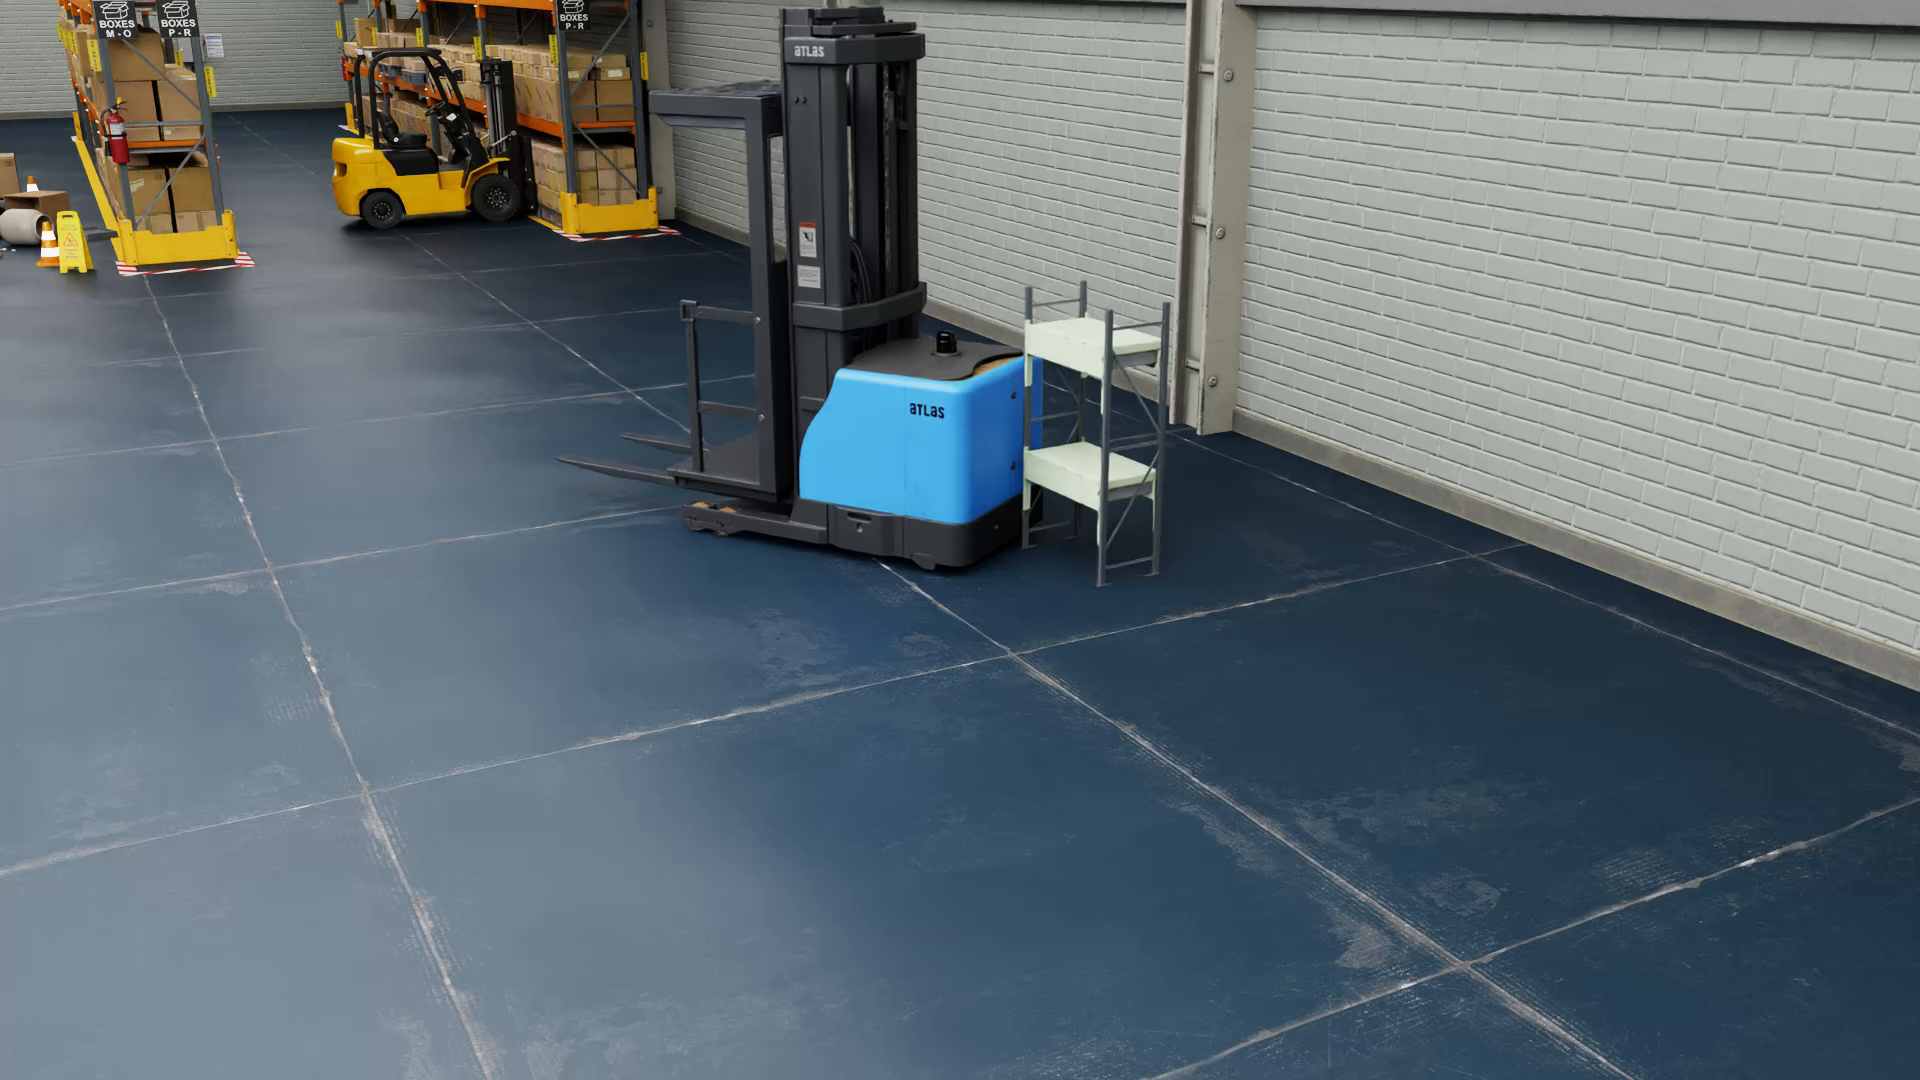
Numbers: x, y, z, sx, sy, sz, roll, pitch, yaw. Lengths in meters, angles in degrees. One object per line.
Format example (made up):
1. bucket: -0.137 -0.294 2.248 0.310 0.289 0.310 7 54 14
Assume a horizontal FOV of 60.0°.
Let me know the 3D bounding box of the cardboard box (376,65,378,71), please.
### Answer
1. cardboard box: -10.628 -8.795 30.907 0.380 0.149 0.250 -9 21 -25

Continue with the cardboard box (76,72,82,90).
1. cardboard box: -13.796 -7.340 26.533 0.500 0.250 0.500 -10 22 -28

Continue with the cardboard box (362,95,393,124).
1. cardboard box: -11.433 -8.514 32.894 0.700 0.500 0.500 -9 21 -24

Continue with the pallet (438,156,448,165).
1. pallet: -7.856 -6.082 26.932 1.003 0.211 1.213 -10 21 -27

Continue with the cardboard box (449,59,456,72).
1. cardboard box: -7.483 -7.203 25.370 0.500 0.250 0.500 -10 21 -26

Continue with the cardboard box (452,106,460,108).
1. cardboard box: -8.524 -7.395 28.659 0.380 0.149 0.250 -11 22 -29

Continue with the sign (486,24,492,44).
1. sign: -7.726 -8.276 27.243 0.100 0.325 0.005 -10 21 -27

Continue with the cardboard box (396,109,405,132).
1. cardboard box: -9.819 -7.482 29.905 0.500 0.500 0.500 -10 22 -27

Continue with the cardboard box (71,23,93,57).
1. cardboard box: -13.536 -7.790 25.921 0.500 0.500 0.500 -10 21 -27

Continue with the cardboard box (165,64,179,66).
1. cardboard box: -10.250 -5.823 21.298 0.500 0.500 0.500 -11 22 -28

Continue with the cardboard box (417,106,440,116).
1. cardboard box: -9.117 -7.378 28.610 0.380 0.149 0.250 -10 22 -27

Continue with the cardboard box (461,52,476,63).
1. cardboard box: -7.121 -7.116 24.508 0.380 0.149 0.250 -11 22 -28

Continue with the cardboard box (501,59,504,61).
1. cardboard box: -6.069 -6.489 22.689 0.380 0.149 0.250 -9 21 -25

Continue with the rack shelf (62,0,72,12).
1. rack shelf: -13.529 -8.524 26.240 1.077 0.370 4.000 -10 21 -27

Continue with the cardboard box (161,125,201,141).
1. cardboard box: -8.759 -4.586 18.710 0.380 0.149 0.250 -10 21 -26

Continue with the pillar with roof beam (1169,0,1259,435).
1. pillar with roof beam: -2.041 -4.409 8.614 9.100 9.000 0.400 -10 21 -27

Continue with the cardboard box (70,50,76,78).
1. cardboard box: -15.173 -8.308 28.957 0.500 0.500 0.500 -11 22 -28

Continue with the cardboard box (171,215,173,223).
1. cardboard box: -9.426 -4.051 20.345 0.500 0.250 0.500 -8 21 -23

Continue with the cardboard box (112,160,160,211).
1. cardboard box: -9.641 -4.168 19.533 0.500 0.500 0.500 -9 21 -25

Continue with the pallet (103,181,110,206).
1. pallet: -11.634 -4.980 23.739 1.003 0.211 1.213 -10 21 -27

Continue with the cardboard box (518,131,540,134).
1. cardboard box: -6.126 -5.529 23.096 0.500 0.250 0.500 -10 21 -27

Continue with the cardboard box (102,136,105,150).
1. cardboard box: -10.631 -5.027 21.030 0.380 0.149 0.250 -10 21 -26

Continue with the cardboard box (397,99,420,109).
1. cardboard box: -9.976 -7.902 30.127 0.380 0.149 0.250 -11 22 -28

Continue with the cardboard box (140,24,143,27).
1. cardboard box: -12.598 -7.572 25.289 0.500 0.500 0.500 -11 22 -28

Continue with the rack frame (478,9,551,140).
1. rack frame: -6.313 -6.494 23.852 1.000 3.000 0.127 -10 21 -27

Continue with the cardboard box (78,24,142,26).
1. cardboard box: -10.661 -6.225 20.930 0.700 0.500 0.500 -10 22 -27

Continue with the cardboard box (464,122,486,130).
1. cardboard box: -7.291 -6.157 25.873 0.875 0.625 0.625 -11 22 -29

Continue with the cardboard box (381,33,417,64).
1. cardboard box: -9.833 -8.714 29.489 0.700 0.500 0.500 -10 21 -26

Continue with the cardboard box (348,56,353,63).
1. cardboard box: -12.097 -9.683 33.479 0.380 0.149 0.250 -10 21 -27

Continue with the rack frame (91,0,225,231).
1. rack frame: -8.780 -4.576 18.293 1.000 3.000 0.127 -10 21 -27

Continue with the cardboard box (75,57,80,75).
1. cardboard box: -13.540 -7.428 26.022 0.500 0.250 0.500 -11 22 -28

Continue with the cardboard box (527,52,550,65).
1. cardboard box: -5.336 -6.188 21.361 0.380 0.149 0.250 -9 21 -25

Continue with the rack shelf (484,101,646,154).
1. rack shelf: -5.363 -5.580 22.306 1.077 0.370 4.000 -10 21 -27

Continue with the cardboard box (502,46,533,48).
1. cardboard box: -6.090 -6.718 22.898 0.380 0.149 0.250 -10 22 -28

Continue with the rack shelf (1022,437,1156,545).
1. rack shelf: 0.720 -0.281 9.146 0.431 0.370 0.720 -11 22 -30

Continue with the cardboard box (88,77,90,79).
1. cardboard box: -11.827 -6.649 23.048 0.500 0.500 0.500 -11 22 -29

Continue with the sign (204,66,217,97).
1. sign: -8.303 -5.069 18.396 0.100 0.325 0.005 -10 21 -27

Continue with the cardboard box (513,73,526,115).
1. cardboard box: -5.609 -5.933 22.075 0.500 0.500 0.500 -10 21 -26

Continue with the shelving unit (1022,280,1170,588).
1. shelving unit: 0.720 -0.589 9.040 0.431 1.500 0.755 -11 22 -30

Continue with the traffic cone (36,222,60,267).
1. traffic cone: -10.120 -3.300 18.486 0.336 0.463 0.334 -10 21 -27

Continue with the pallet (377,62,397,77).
1. pallet: -9.829 -8.453 29.825 1.003 0.211 1.213 -10 21 -27

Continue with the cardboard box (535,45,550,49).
1. cardboard box: -5.675 -6.791 23.110 0.380 0.149 0.250 -10 22 -27

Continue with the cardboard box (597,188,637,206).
1. cardboard box: -4.475 -4.416 21.401 0.500 0.250 0.500 -10 21 -26

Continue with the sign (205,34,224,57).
1. sign: -16.822 -11.158 37.515 0.329 0.494 0.001 -10 21 -27

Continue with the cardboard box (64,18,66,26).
1. cardboard box: -15.179 -8.780 28.791 0.500 0.500 0.500 -10 22 -27

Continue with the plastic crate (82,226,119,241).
1. plastic crate: -10.656 -3.766 20.423 0.583 0.080 0.402 16 25 39

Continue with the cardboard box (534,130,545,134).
1. cardboard box: -5.655 -5.611 23.332 0.500 0.250 0.500 -10 22 -27

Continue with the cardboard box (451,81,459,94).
1. cardboard box: -7.487 -6.965 25.447 0.500 0.250 0.500 -9 21 -25

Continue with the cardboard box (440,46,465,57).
1. cardboard box: -7.913 -7.640 26.025 0.380 0.149 0.250 -10 21 -26

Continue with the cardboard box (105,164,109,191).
1. cardboard box: -11.275 -5.036 23.013 0.950 0.372 0.625 -9 21 -23

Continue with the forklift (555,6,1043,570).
1. forklift: -1.054 -1.547 9.622 3.031 2.935 1.130 10 21 27

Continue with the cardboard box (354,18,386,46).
1. cardboard box: -11.320 -9.760 31.943 0.500 0.500 0.500 -9 21 -25

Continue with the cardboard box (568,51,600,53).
1. cardboard box: -4.869 -6.269 21.596 0.380 0.149 0.250 -9 21 -25

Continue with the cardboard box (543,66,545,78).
1. cardboard box: -5.042 -5.908 21.008 0.380 0.149 0.250 -10 21 -26
